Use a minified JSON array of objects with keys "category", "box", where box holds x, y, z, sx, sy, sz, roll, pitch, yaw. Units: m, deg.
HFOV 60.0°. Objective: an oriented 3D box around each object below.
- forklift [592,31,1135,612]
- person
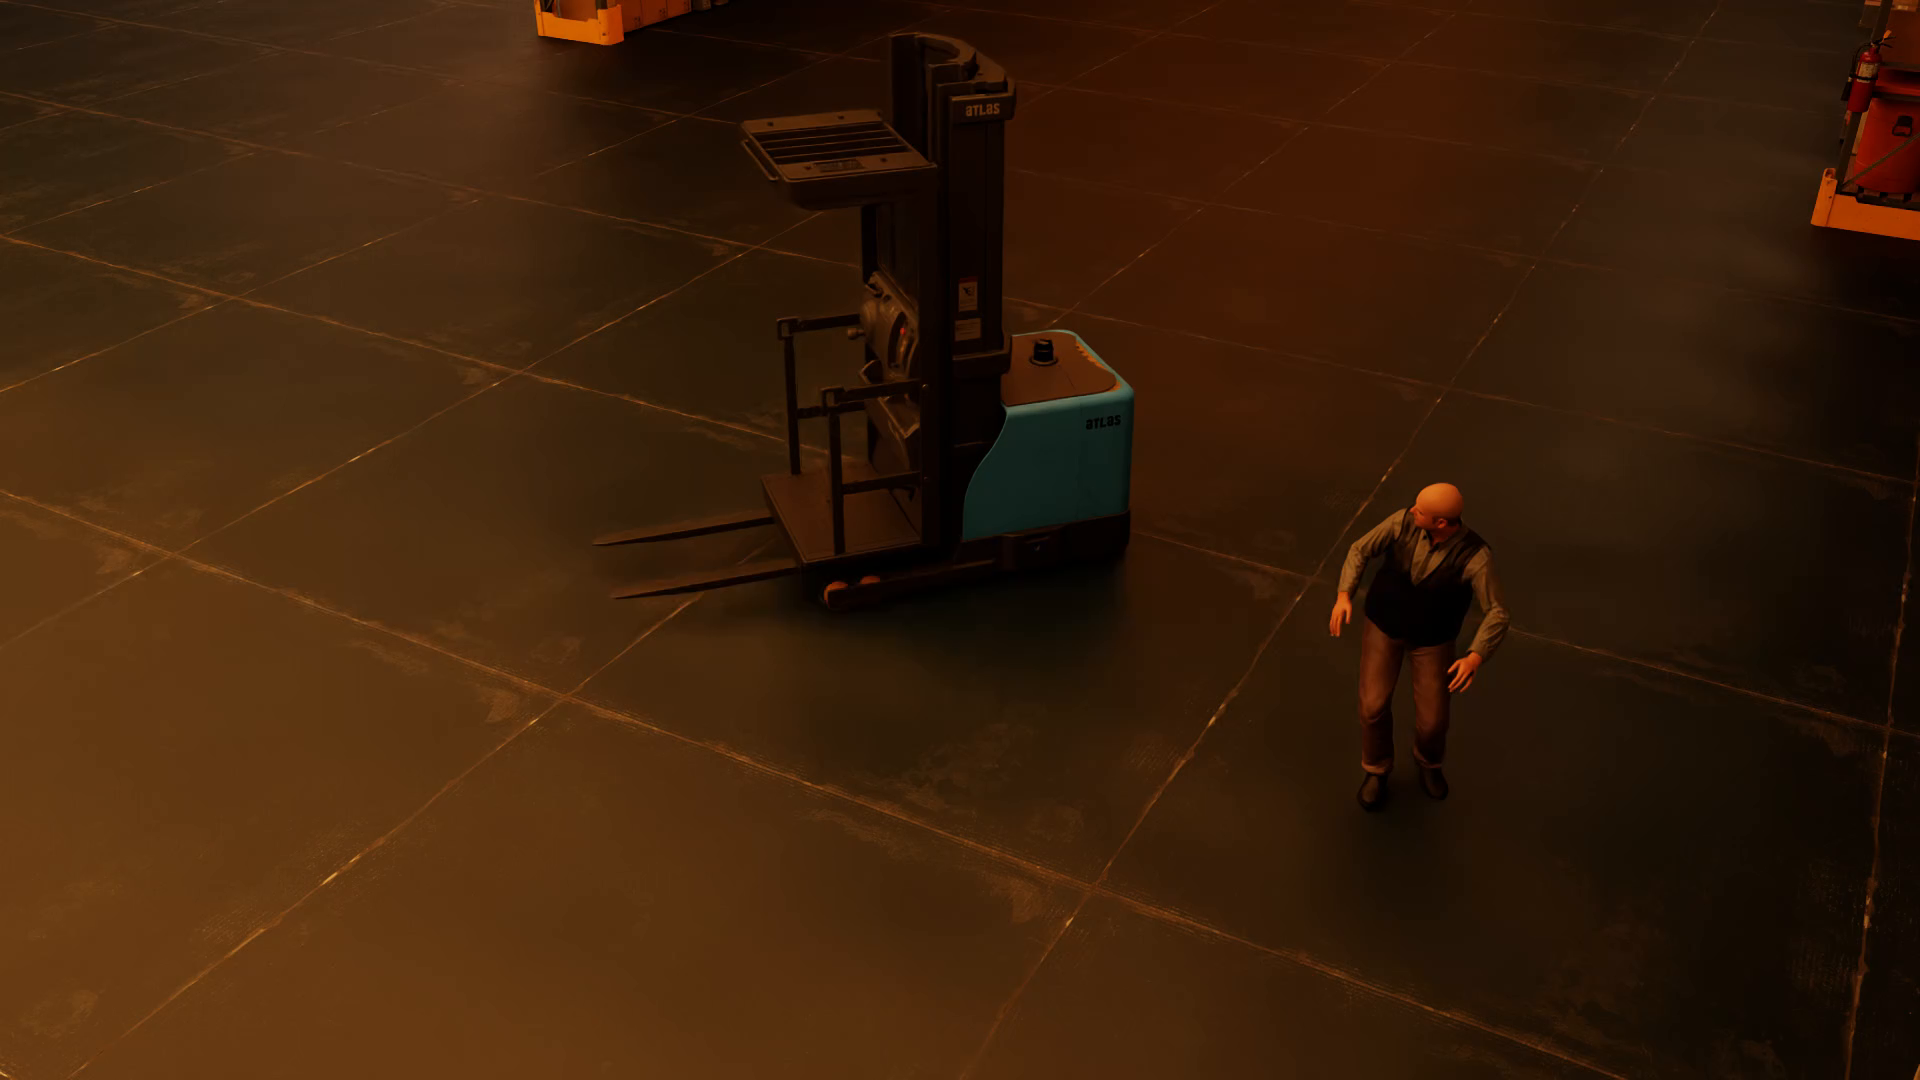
[{"category":"forklift","box":[-0.576,-1.167,9.092,3.031,2.935,1.130,-10,31,-16]},{"category":"person","box":[2.056,0.492,7.529,0.770,1.660,0.694,13,32,21]}]
